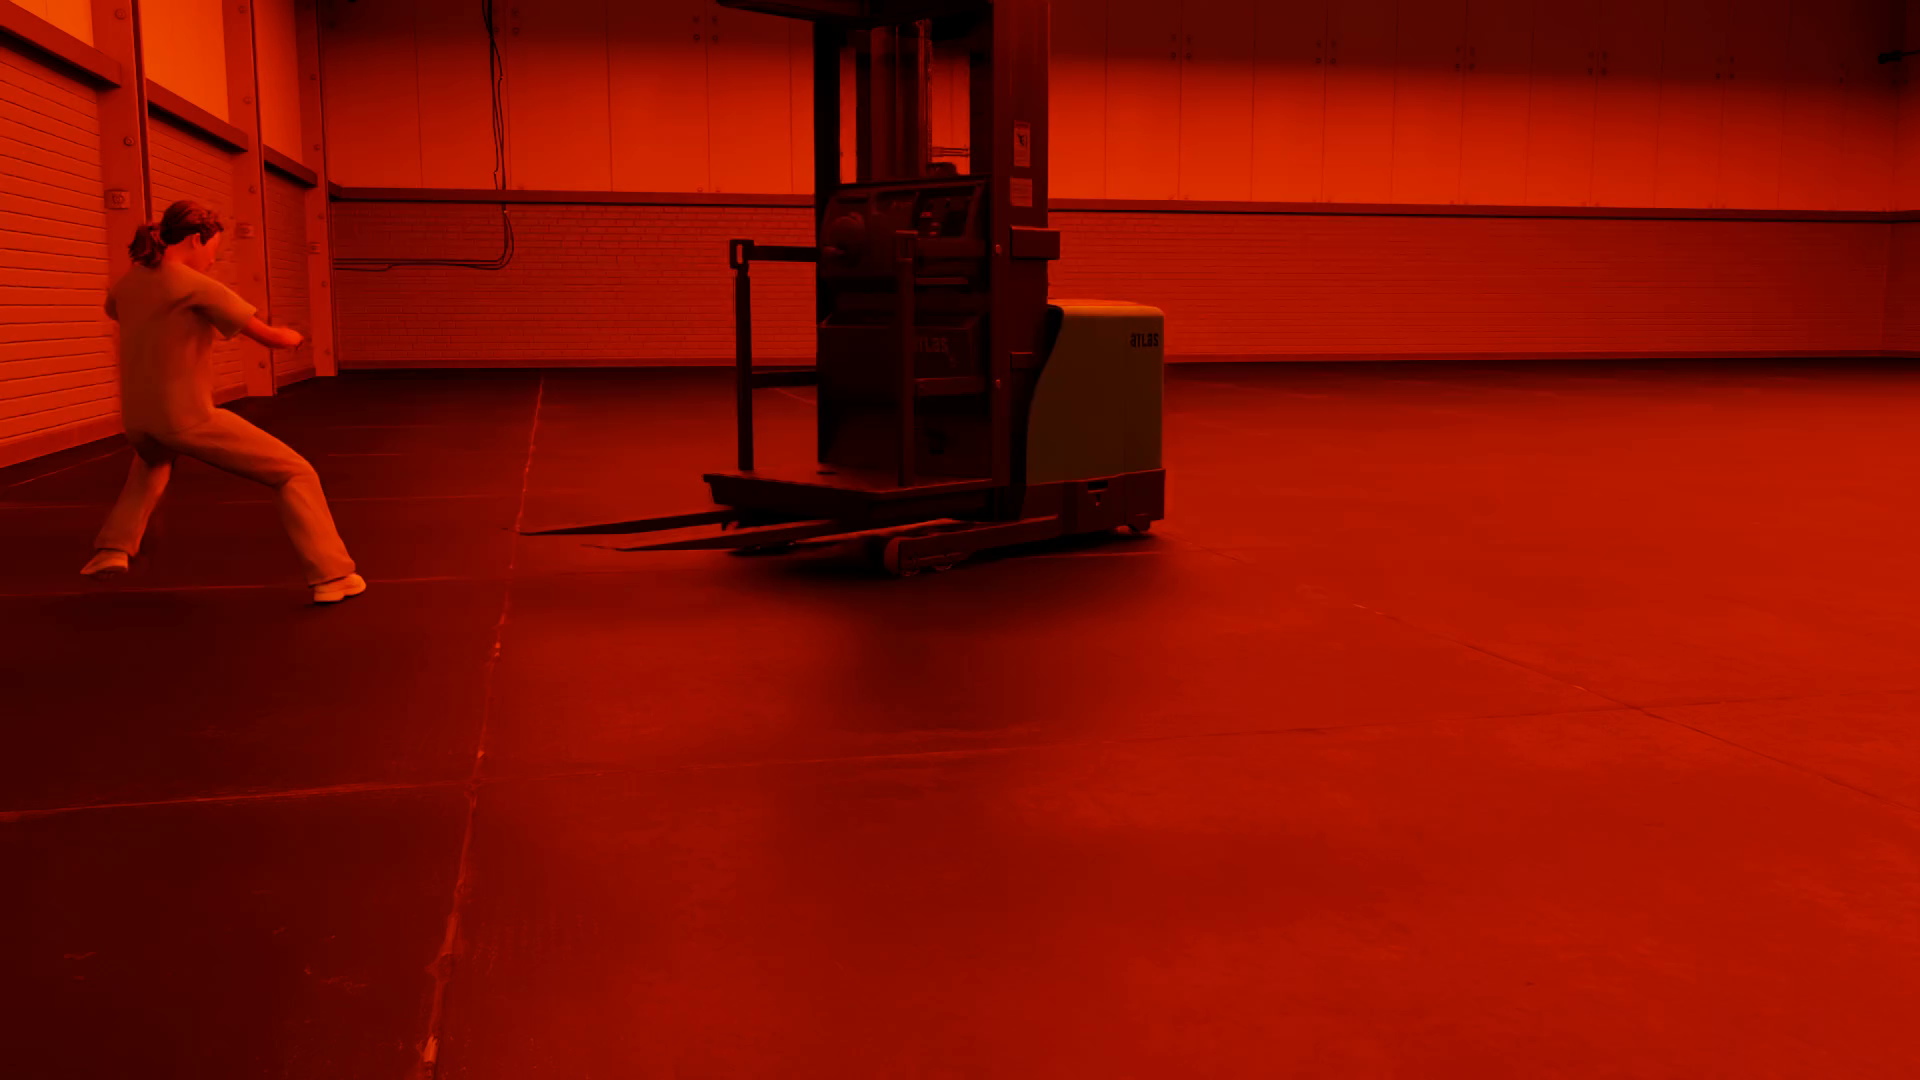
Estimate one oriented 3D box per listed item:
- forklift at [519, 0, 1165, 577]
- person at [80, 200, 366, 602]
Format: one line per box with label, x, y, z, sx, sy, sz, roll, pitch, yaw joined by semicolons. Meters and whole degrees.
forklift;-0.398;-1.381;7.004;1.130;2.935;3.031;7;11;42
person;-2.799;-0.516;6.160;1.131;1.450;0.629;4;9;25
